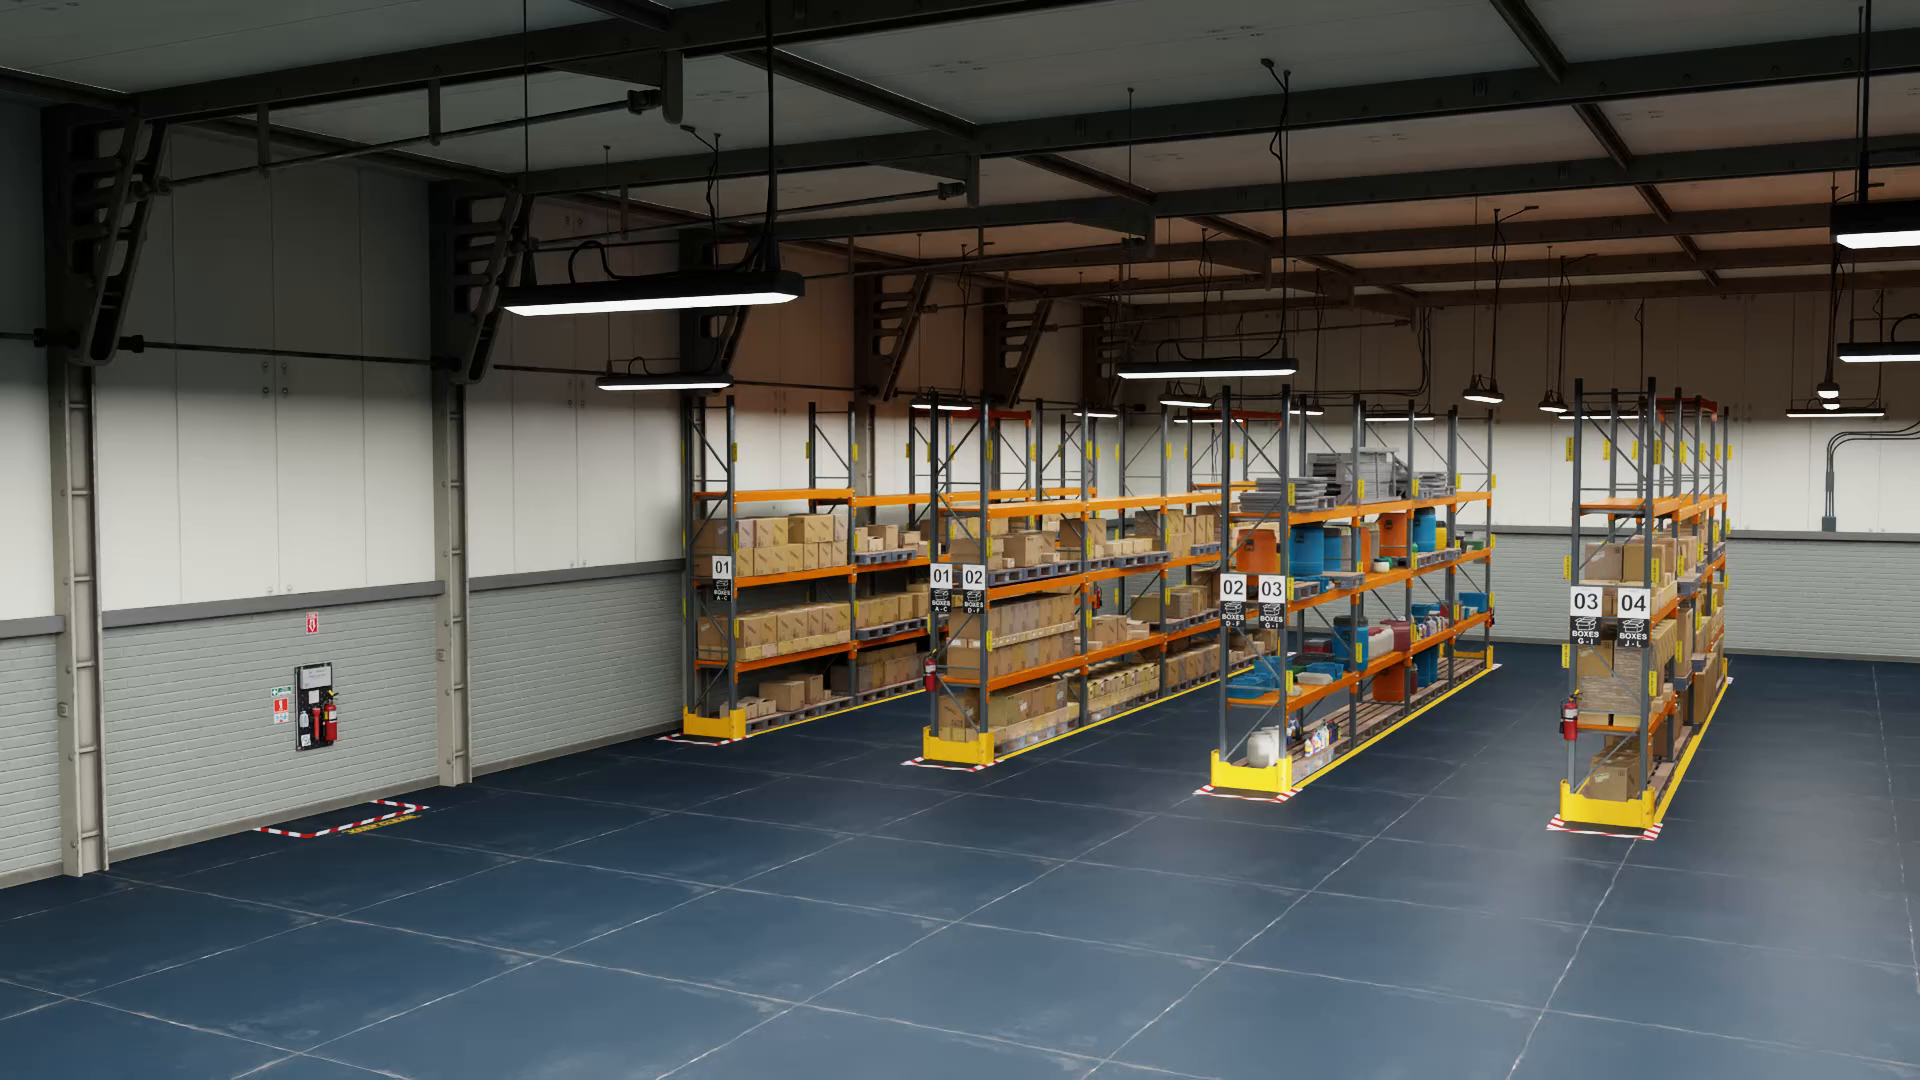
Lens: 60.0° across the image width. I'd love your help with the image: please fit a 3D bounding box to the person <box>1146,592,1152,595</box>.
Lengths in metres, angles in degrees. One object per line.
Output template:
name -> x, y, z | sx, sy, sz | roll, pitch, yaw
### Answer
person -> 4.531, 2.064, 40.099 | 0.503, 1.605, 1.054 | 2, 4, 31
